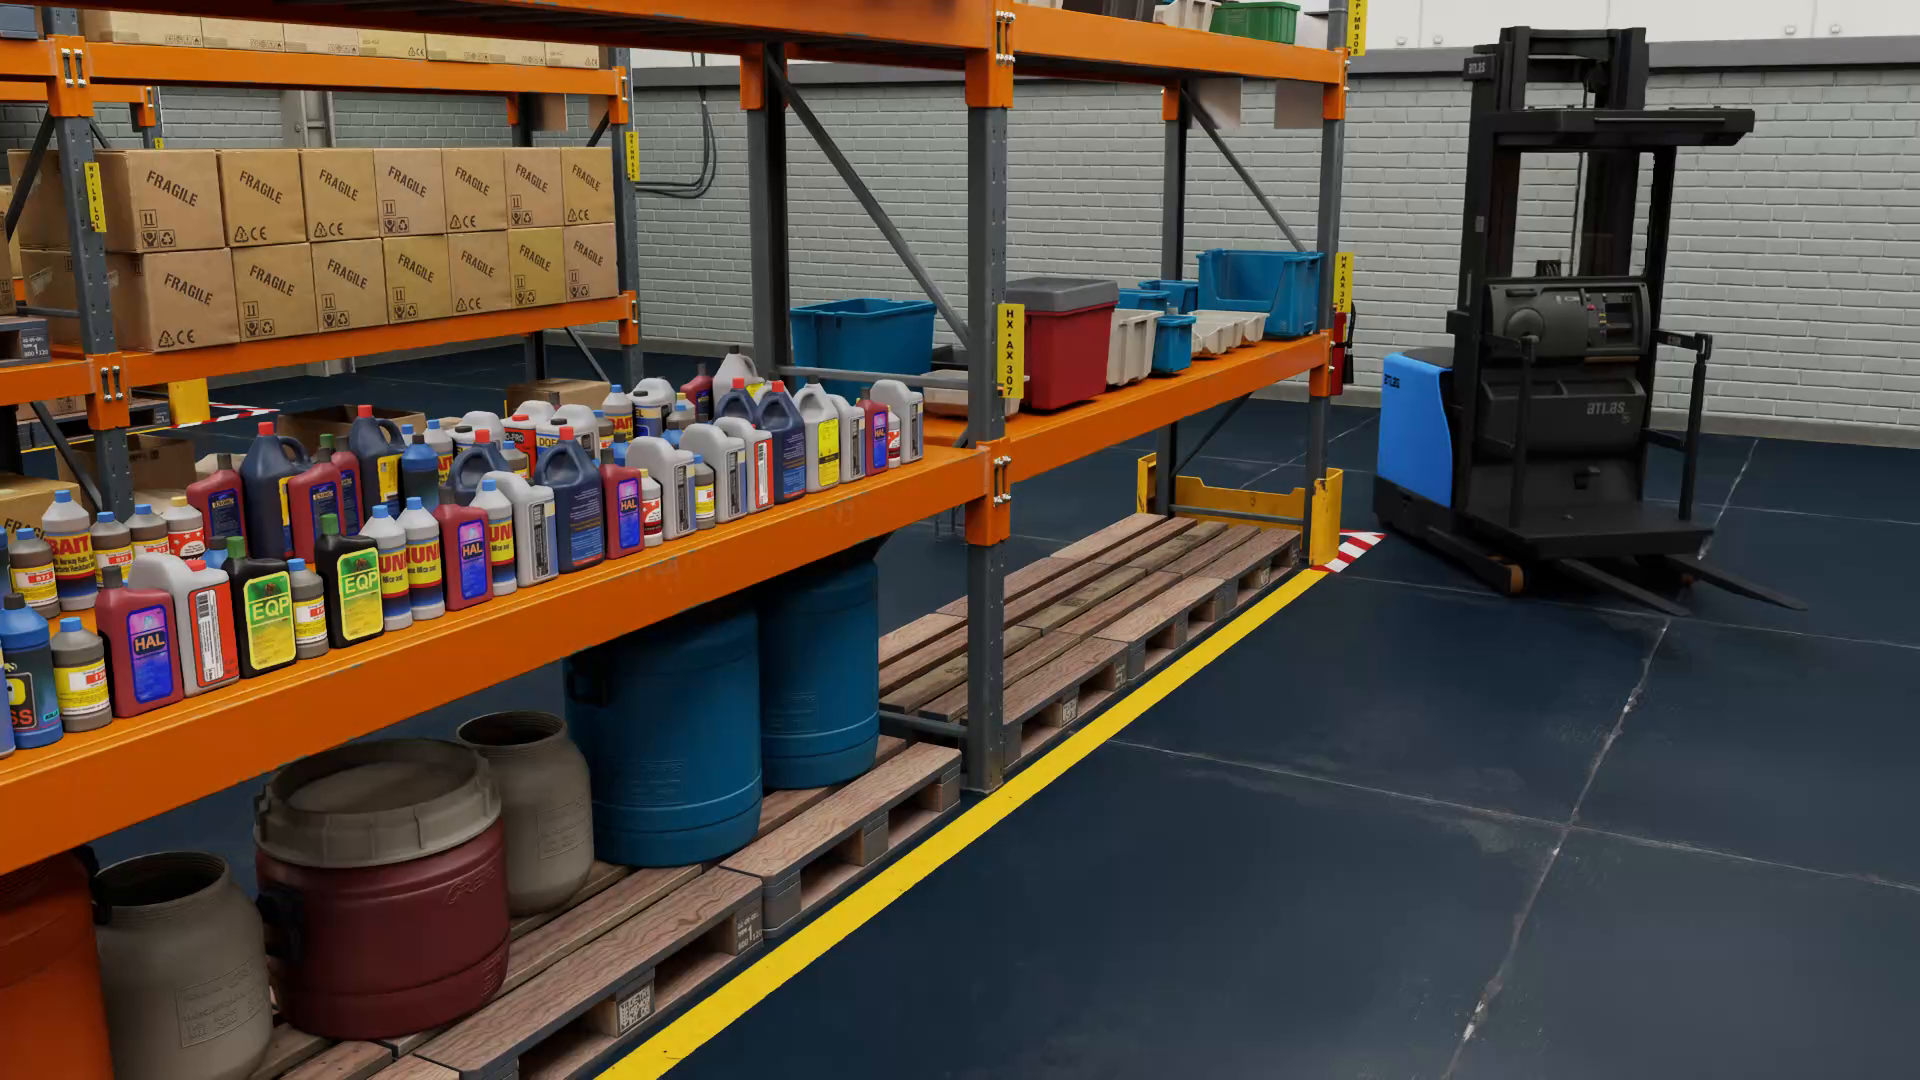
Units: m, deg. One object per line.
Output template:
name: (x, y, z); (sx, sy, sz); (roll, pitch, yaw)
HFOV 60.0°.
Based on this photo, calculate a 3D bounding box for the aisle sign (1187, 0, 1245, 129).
aisle sign: (1.403, -2.715, 9.347); (0.394, 0.787, 0.004); (7, 15, 28)

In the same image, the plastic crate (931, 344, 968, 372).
plastic crate: (0.000, -0.737, 7.151); (0.437, 0.125, 0.590); (7, 15, 28)

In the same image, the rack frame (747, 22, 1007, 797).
rack frame: (-0.306, -0.582, 6.047); (1.000, 3.000, 0.127); (7, 15, 28)

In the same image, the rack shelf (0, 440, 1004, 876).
rack shelf: (-1.272, 0.178, 4.429); (1.077, 0.370, 4.000); (7, 15, 28)

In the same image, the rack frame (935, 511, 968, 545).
rack frame: (-0.045, -0.418, 9.848); (0.240, 0.900, 0.006); (7, 15, 28)

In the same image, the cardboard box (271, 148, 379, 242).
cardboard box: (-3.668, -1.955, 9.394); (0.500, 0.500, 0.500); (7, 15, 26)

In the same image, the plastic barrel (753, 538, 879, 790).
plastic barrel: (-0.583, 0.344, 5.789); (0.600, 0.901, 0.708); (7, 15, 28)

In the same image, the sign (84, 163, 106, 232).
sign: (-4.152, -1.645, 7.984); (0.100, 0.325, 0.005); (7, 15, 28)

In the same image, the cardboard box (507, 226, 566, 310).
cardboard box: (-2.932, -1.784, 10.818); (0.500, 0.500, 0.500); (8, 15, 29)

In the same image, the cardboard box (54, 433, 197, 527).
cardboard box: (-4.613, -0.292, 9.237); (0.500, 0.500, 0.500); (7, 15, 28)

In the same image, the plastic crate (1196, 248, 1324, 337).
plastic crate: (1.630, -1.359, 9.067); (0.616, 0.435, 0.499); (7, 15, 28)

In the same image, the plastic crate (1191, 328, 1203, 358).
plastic crate: (1.000, -0.935, 7.947); (0.298, 0.136, 0.250); (7, 15, 28)

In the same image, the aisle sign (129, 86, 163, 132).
aisle sign: (-6.747, -3.770, 13.722); (0.394, 0.787, 0.004); (7, 15, 28)

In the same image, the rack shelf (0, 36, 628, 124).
rack shelf: (-3.673, -2.663, 9.813); (1.077, 0.370, 4.000); (7, 15, 28)

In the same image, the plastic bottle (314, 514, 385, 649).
plastic bottle: (-1.307, 0.079, 3.555); (0.061, 0.283, 0.133); (7, 15, 28)

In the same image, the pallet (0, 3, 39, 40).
pallet: (-5.017, -2.385, 7.526); (1.213, 0.211, 1.003); (7, 15, 28)

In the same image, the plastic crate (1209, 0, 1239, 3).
plastic crate: (1.198, -2.750, 8.918); (0.497, 0.269, 0.590); (7, 15, 28)

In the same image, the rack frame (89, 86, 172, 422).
rack frame: (-7.044, -2.525, 14.107); (1.000, 3.000, 0.127); (7, 15, 28)

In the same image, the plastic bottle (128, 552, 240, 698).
plastic bottle: (-1.523, 0.152, 3.267); (0.152, 0.276, 0.135); (7, 15, 28)

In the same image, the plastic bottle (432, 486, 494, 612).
plastic bottle: (-1.149, 0.011, 3.835); (0.061, 0.283, 0.133); (7, 15, 28)

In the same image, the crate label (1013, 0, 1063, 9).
crate label: (0.184, -1.980, 6.007); (0.293, 0.136, 0.466); (7, 15, 28)

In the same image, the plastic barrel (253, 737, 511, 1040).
plastic barrel: (-1.472, 0.873, 4.262); (0.600, 0.588, 0.708); (7, 15, 28)

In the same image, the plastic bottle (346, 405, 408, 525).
plastic bottle: (-1.597, -0.196, 4.553); (0.144, 0.351, 0.185); (7, 15, 28)

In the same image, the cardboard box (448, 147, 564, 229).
cardboard box: (-2.924, -2.273, 10.715); (0.500, 0.500, 0.500); (8, 16, 30)

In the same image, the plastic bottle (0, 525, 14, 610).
plastic bottle: (-2.140, 0.061, 3.654); (0.097, 0.271, 0.097); (0, 14, 0)

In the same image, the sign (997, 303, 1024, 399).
sign: (0.175, -0.654, 5.754); (0.100, 0.325, 0.005); (7, 15, 28)

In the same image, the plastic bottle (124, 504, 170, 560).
plastic bottle: (-1.951, 0.015, 3.994); (0.097, 0.201, 0.097); (0, 14, 0)

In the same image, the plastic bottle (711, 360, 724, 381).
plastic bottle: (-0.856, -0.498, 5.949); (0.061, 0.283, 0.133); (7, 15, 28)

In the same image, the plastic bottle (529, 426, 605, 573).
plastic bottle: (-0.996, -0.106, 4.179); (0.144, 0.351, 0.185); (7, 15, 28)

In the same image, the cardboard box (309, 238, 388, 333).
cardboard box: (-3.666, -1.474, 9.534); (0.500, 0.500, 0.500); (7, 15, 28)

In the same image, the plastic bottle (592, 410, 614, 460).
plastic bottle: (-1.167, -0.318, 5.375); (0.097, 0.201, 0.097); (0, 14, 0)

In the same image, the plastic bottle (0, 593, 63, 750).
plastic bottle: (-1.667, 0.229, 2.960); (0.097, 0.271, 0.097); (0, 14, 0)

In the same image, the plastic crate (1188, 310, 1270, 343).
plastic crate: (1.392, -1.116, 8.696); (0.396, 0.136, 0.243); (7, 15, 28)

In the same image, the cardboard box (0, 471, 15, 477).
cardboard box: (-5.087, -0.071, 8.322); (0.500, 0.500, 0.500); (7, 15, 26)

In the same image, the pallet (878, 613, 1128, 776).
pallet: (0.016, 0.619, 7.018); (1.003, 0.211, 1.213); (7, 15, 28)

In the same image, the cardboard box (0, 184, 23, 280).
cardboard box: (-7.624, -2.414, 13.008); (0.980, 0.700, 0.700); (7, 15, 28)

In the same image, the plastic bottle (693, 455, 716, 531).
plastic bottle: (-0.731, -0.135, 4.617); (0.097, 0.201, 0.097); (0, 14, 0)

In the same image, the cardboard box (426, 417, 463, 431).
cardboard box: (-3.459, -0.660, 11.298); (0.500, 0.250, 0.500); (7, 15, 28)

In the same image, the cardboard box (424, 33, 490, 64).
cardboard box: (-3.205, -3.009, 10.035); (0.500, 0.250, 0.500); (7, 15, 28)

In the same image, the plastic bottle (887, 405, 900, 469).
plastic bottle: (-0.245, -0.341, 5.471); (0.097, 0.201, 0.097); (0, 14, 0)

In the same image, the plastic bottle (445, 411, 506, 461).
plastic bottle: (-1.423, -0.232, 4.861); (0.152, 0.276, 0.135); (7, 15, 28)

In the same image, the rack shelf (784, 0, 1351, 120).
rack shelf: (0.661, -2.101, 7.482); (1.077, 0.370, 4.000); (7, 15, 28)

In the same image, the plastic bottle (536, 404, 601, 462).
plastic bottle: (-1.177, -0.263, 4.987); (0.152, 0.276, 0.135); (7, 15, 28)

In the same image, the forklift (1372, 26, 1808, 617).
forklift: (3.362, -1.223, 8.854); (1.130, 2.935, 3.031); (-2, 14, -10)

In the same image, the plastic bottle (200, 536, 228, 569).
plastic bottle: (-1.497, 0.127, 3.382); (0.097, 0.271, 0.097); (0, 14, 0)

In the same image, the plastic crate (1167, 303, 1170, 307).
plastic crate: (0.993, -1.234, 9.185); (0.250, 0.136, 0.298); (7, 15, 28)

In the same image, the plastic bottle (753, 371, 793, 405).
plastic bottle: (-0.590, -0.349, 5.184); (0.144, 0.351, 0.185); (7, 15, 28)

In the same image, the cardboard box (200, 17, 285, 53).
cardboard box: (-3.943, -2.703, 8.765); (0.500, 0.250, 0.500); (7, 15, 28)

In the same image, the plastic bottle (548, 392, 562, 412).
plastic bottle: (-1.286, -0.316, 5.193); (0.061, 0.283, 0.133); (7, 15, 28)

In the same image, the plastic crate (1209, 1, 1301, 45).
plastic crate: (1.401, -2.523, 8.151); (0.450, 0.188, 0.336); (7, 15, 28)

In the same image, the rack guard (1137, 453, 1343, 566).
rack guard: (1.628, -0.194, 9.770); (1.175, 0.500, 0.348); (7, 15, 28)

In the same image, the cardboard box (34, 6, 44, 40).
cardboard box: (-4.638, -2.659, 8.583); (0.500, 0.250, 0.500); (7, 15, 28)

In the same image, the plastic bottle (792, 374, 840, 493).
plastic bottle: (-0.463, -0.332, 5.117); (0.144, 0.351, 0.185); (7, 15, 28)

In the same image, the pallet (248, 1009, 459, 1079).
pallet: (-1.895, 1.428, 3.660); (1.003, 0.211, 1.213); (7, 15, 28)

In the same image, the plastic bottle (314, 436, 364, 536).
plastic bottle: (-1.657, -0.129, 4.416); (0.061, 0.283, 0.133); (7, 15, 28)

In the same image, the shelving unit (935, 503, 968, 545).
shelving unit: (0.004, -0.439, 9.935); (0.258, 0.900, 0.210); (7, 15, 28)

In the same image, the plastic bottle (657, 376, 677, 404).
plastic bottle: (-1.008, -0.419, 5.647); (0.097, 0.271, 0.097); (0, 14, 0)

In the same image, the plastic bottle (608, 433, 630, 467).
plastic bottle: (-0.929, -0.158, 4.565); (0.097, 0.271, 0.097); (0, 14, 0)
